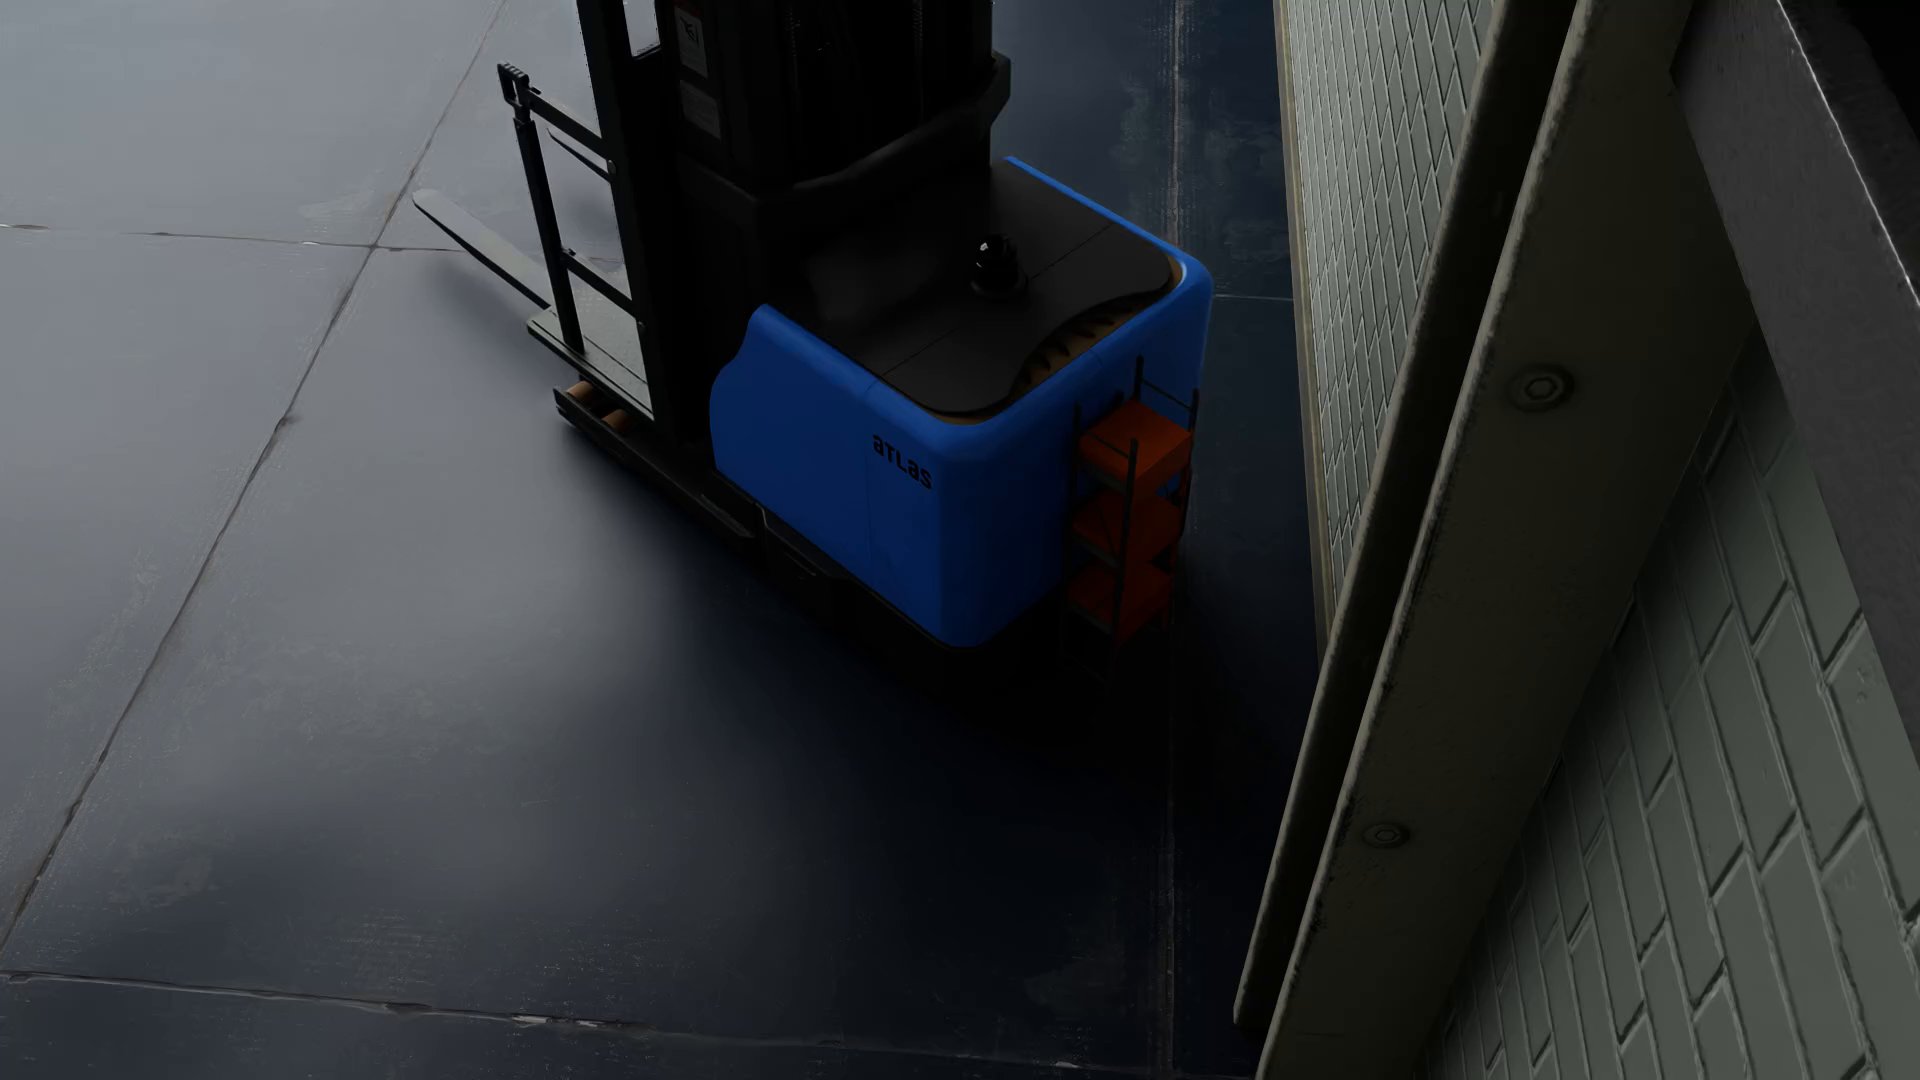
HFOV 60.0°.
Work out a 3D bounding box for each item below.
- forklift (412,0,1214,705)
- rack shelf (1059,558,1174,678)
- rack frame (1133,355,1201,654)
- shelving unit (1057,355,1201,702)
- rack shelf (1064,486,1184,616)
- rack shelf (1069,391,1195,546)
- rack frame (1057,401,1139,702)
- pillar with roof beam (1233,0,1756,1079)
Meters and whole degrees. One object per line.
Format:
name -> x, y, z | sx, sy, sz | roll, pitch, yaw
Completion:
forklift -> -0.703, -1.498, 4.634 | 3.031, 2.935, 1.130 | 36, 57, 28
rack shelf -> 0.444, 0.191, 4.754 | 0.215, 0.259, 0.240 | 35, 56, 28
rack frame -> 0.528, -0.069, 4.601 | 0.200, 1.050, 0.008 | 35, 56, 28
shelving unit -> 0.444, -0.003, 4.542 | 0.215, 1.050, 0.252 | 35, 56, 28
rack shelf -> 0.444, 0.004, 4.549 | 0.215, 0.259, 0.240 | 35, 56, 28
rack shelf -> 0.444, -0.188, 4.340 | 0.215, 0.259, 0.240 | 35, 56, 28
rack frame -> 0.360, 0.062, 4.482 | 0.200, 1.050, 0.008 | 35, 56, 28
pillar with roof beam -> -3.463, -2.003, 0.984 | 9.100, 9.000, 0.400 | 4, 48, 4
